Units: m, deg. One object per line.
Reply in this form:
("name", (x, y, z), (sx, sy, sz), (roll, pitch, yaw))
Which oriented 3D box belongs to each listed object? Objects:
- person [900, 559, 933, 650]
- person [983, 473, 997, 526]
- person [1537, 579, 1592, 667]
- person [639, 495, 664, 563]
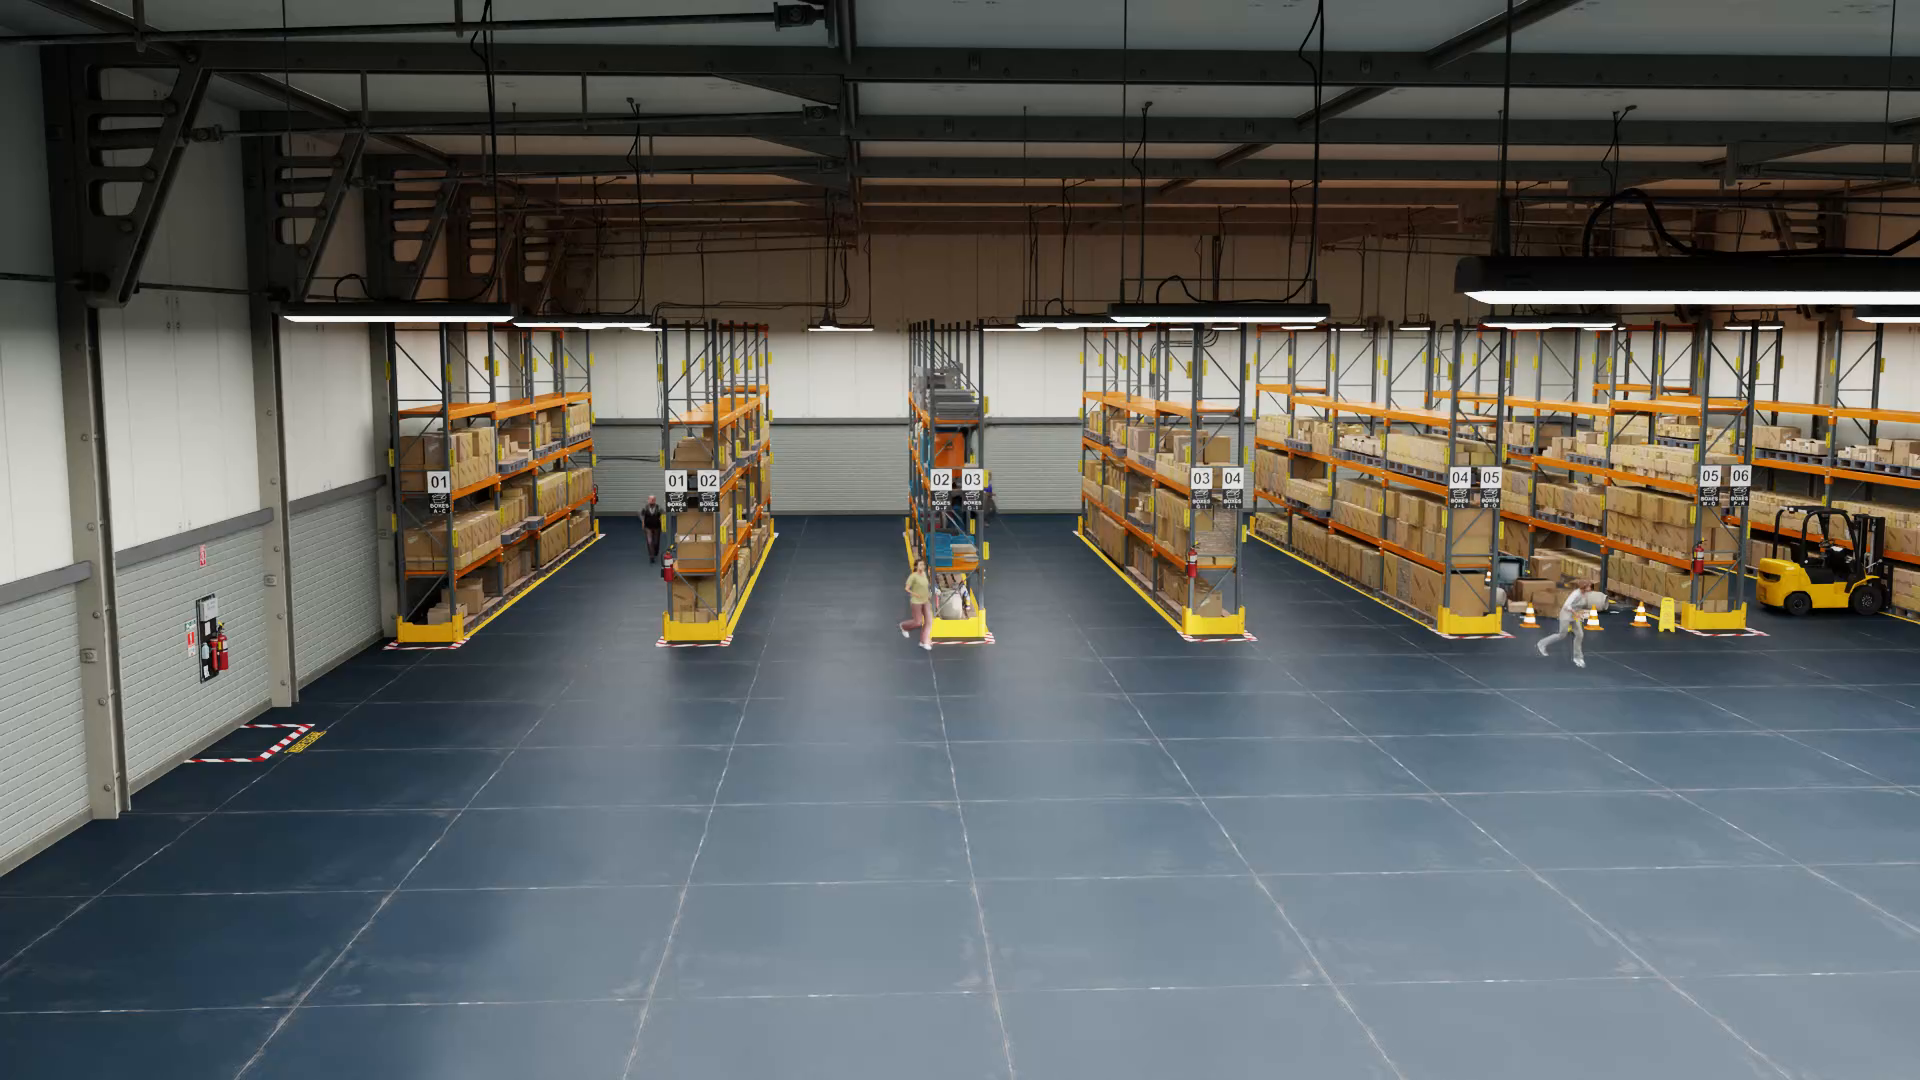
("person", (-0.783, 1.160, 30.568), (0.589, 1.666, 0.797), (-7, 10, -43))
("person", (0.868, -1.224, 49.690), (0.556, 1.616, 0.590), (2, 7, 16))
("person", (10.555, 1.408, 29.043), (0.916, 1.547, 0.571), (6, 9, 41))
("person", (-7.776, -0.297, 42.061), (0.647, 1.696, 0.831), (-1, 7, -10))
